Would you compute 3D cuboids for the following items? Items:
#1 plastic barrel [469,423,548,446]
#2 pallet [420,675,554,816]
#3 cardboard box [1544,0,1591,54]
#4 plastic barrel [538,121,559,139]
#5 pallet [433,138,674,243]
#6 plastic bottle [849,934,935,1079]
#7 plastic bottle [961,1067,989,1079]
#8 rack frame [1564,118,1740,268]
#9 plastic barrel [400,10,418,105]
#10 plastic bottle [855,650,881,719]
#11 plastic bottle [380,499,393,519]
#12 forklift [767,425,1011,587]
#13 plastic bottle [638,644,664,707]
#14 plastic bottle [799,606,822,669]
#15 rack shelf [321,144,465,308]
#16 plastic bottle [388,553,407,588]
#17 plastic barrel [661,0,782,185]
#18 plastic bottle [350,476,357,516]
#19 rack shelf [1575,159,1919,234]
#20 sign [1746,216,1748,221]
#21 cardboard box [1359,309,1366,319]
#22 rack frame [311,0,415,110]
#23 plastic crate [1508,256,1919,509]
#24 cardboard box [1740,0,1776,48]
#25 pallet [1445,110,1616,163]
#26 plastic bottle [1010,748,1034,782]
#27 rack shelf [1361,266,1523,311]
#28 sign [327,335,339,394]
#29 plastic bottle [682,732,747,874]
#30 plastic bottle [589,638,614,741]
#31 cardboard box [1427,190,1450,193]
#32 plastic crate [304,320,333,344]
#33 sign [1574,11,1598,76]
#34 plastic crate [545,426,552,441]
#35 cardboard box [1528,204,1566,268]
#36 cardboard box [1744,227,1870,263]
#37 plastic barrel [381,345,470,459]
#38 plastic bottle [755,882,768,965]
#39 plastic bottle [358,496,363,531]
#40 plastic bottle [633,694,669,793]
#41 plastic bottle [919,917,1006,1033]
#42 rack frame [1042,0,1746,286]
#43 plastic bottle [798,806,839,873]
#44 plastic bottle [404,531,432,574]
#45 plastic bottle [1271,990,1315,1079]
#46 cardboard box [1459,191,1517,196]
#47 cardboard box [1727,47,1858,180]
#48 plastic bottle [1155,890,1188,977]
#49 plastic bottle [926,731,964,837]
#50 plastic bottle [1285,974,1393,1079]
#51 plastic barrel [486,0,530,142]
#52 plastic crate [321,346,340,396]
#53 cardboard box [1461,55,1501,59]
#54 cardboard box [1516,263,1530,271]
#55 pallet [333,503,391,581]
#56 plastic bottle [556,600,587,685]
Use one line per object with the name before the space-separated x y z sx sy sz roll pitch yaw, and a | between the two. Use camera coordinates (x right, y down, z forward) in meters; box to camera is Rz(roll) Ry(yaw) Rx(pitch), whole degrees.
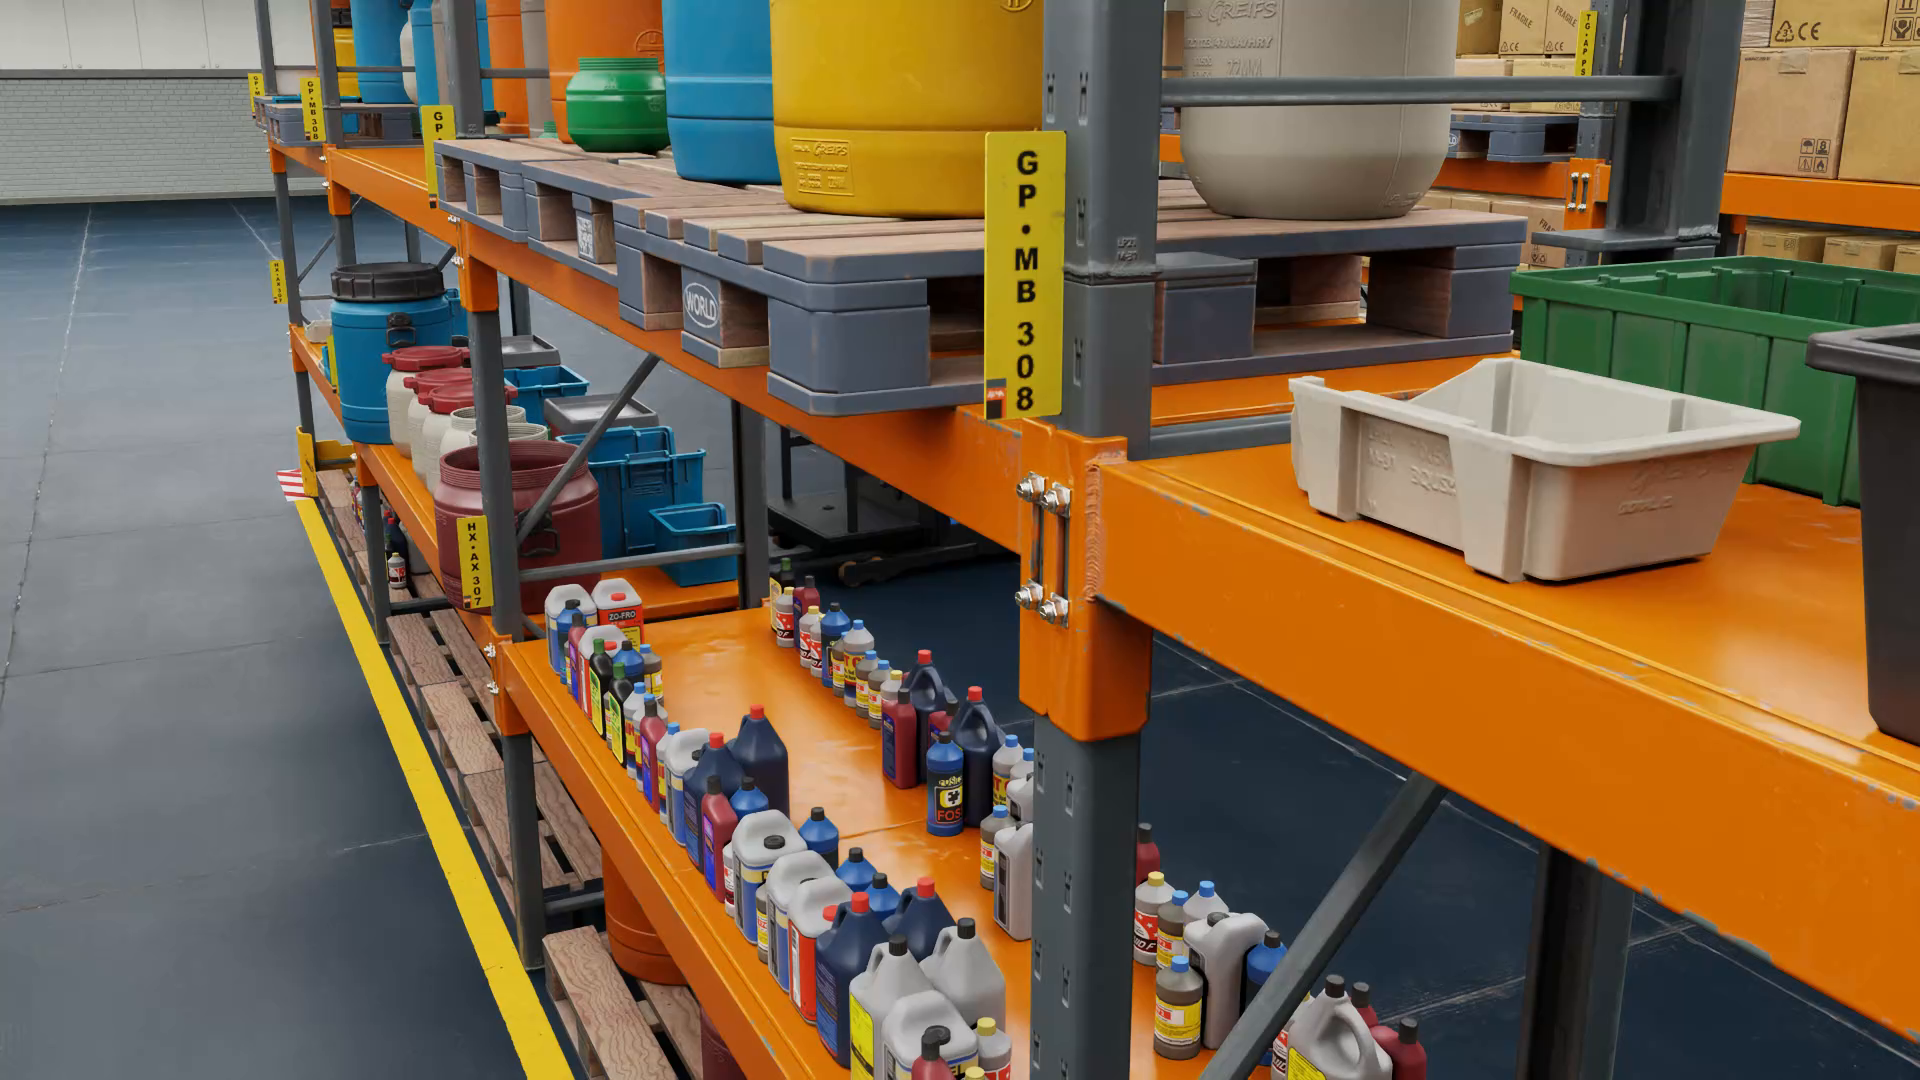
plastic barrel | -1.826 -0.195 6.788 0.421 0.512 0.421 0 16 0
pallet | -2.018 0.930 8.128 1.003 0.211 1.213 -8 18 -25
cardboard box | 5.256 -4.308 13.855 0.500 0.500 0.500 -7 17 -22
plastic barrel | -1.337 -1.334 5.804 0.294 0.245 0.294 0 16 0
pallet | -0.936 -1.061 4.915 1.003 0.211 1.213 -8 18 -25
plastic bottle | -0.128 0.915 3.212 0.144 0.351 0.185 -8 18 -25
plastic bottle | 0.027 1.051 3.010 0.097 0.201 0.097 0 16 0
rack frame | 3.271 -0.509 8.087 1.000 3.000 0.127 -8 18 -25
plastic barrel | -2.948 -2.731 9.429 0.421 0.512 0.421 0 16 0
plastic bottle | -0.274 0.441 5.135 0.097 0.201 0.097 0 16 0
plastic bottle | -3.702 -0.094 10.646 0.144 0.351 0.185 -8 18 -25
forklift | -0.711 -1.270 10.862 3.031 2.935 1.130 -9 18 -29
plastic bottle | -0.977 0.425 5.191 0.097 0.201 0.097 0 16 0
plastic bottle | -0.487 0.321 5.556 0.097 0.201 0.097 0 16 0
rack shelf | -2.059 -1.504 7.418 1.077 0.370 4.000 -8 18 -25
plastic bottle | -3.375 0.178 9.969 0.097 0.201 0.097 0 16 0
plastic barrel | -0.316 -1.209 3.418 0.600 0.901 0.708 -8 18 -25
plastic bottle | -4.174 -0.308 11.535 0.097 0.271 0.097 0 16 0
rack shelf | 4.147 -1.109 6.045 1.077 0.370 4.000 -8 18 -25
sign | 6.468 -2.725 13.710 0.100 0.325 0.005 -8 18 -25
cardboard box | 2.291 -1.102 9.971 0.500 0.500 0.500 -8 18 -25
rack frame | -2.936 -3.787 8.634 1.000 3.000 0.127 -8 18 -25
plastic crate | 1.027 -0.191 1.925 0.450 0.188 0.662 -8 18 -25
cardboard box | 3.457 -2.371 7.142 0.500 0.500 0.500 -8 18 -25
pallet | 2.894 -2.018 8.248 1.213 0.211 1.003 -7 17 -22
plastic bottle | 0.175 0.662 4.239 0.097 0.271 0.097 0 16 0
rack shelf | 5.094 -2.251 15.460 1.077 0.370 4.000 -8 18 -25
sign | -3.435 -0.973 9.201 0.100 0.325 0.005 -8 18 -25
plastic bottle | -0.610 0.642 4.164 0.144 0.351 0.185 -8 18 -25
plastic bottle | -1.064 0.444 4.976 0.061 0.283 0.133 -8 18 -25
cardboard box | 4.364 -3.112 16.033 0.500 0.500 0.500 -8 18 -25
plastic crate | -4.585 -1.508 12.045 0.298 0.136 0.250 -8 18 -25
sign | 2.769 -2.173 7.365 0.100 0.325 0.005 -8 18 -25
plastic crate | -1.919 -0.404 8.104 0.450 0.188 0.662 -8 18 -25
cardboard box | 5.261 -2.602 14.254 0.500 0.500 0.500 -8 18 -25
cardboard box | 6.401 -2.090 12.618 0.700 0.500 0.500 -6 17 -19
plastic barrel | -2.714 -0.705 8.523 0.433 0.535 0.433 0 16 0
plastic bottle | -0.409 0.843 3.737 0.097 0.201 0.097 0 16 0
plastic bottle | -3.980 -0.198 11.153 0.097 0.271 0.097 0 16 0
plastic bottle | -0.853 0.558 4.602 0.097 0.271 0.097 0 16 0
plastic bottle | 0.002 0.898 3.273 0.144 0.351 0.185 -8 18 -25
rack frame | 0.569 -1.803 1.721 1.000 3.000 0.127 -8 18 -25
plastic bottle | -0.332 0.757 3.907 0.097 0.271 0.097 0 16 0
plastic bottle | -3.347 0.016 10.262 0.144 0.351 0.185 -8 18 -25
plastic bottle | 0.667 0.974 3.280 0.097 0.201 0.097 0 16 0
cardboard box | 5.057 -3.046 15.802 0.500 0.500 0.500 -8 18 -26
cardboard box | 3.716 -1.769 6.856 0.910 0.500 0.500 -8 18 -25
plastic bottle | 0.480 0.868 3.648 0.097 0.201 0.097 0 16 0
plastic bottle | -0.039 0.631 4.346 0.097 0.271 0.097 0 16 0
plastic bottle | 0.689 0.967 3.031 0.144 0.351 0.185 -8 18 -25
plastic barrel | -1.634 -1.952 6.898 0.600 0.830 0.708 -8 18 -25
plastic crate | -3.664 -1.074 10.323 0.499 0.251 0.616 -8 18 -25
cardboard box | 4.828 -4.083 14.885 0.500 0.500 0.500 -6 17 -21
cardboard box | 5.045 -2.366 14.794 0.500 0.250 0.500 -8 18 -25
pallet | -3.731 -0.038 11.499 1.003 0.211 1.213 -8 18 -25
plastic bottle | -1.258 0.329 5.401 0.097 0.271 0.097 0 16 0
